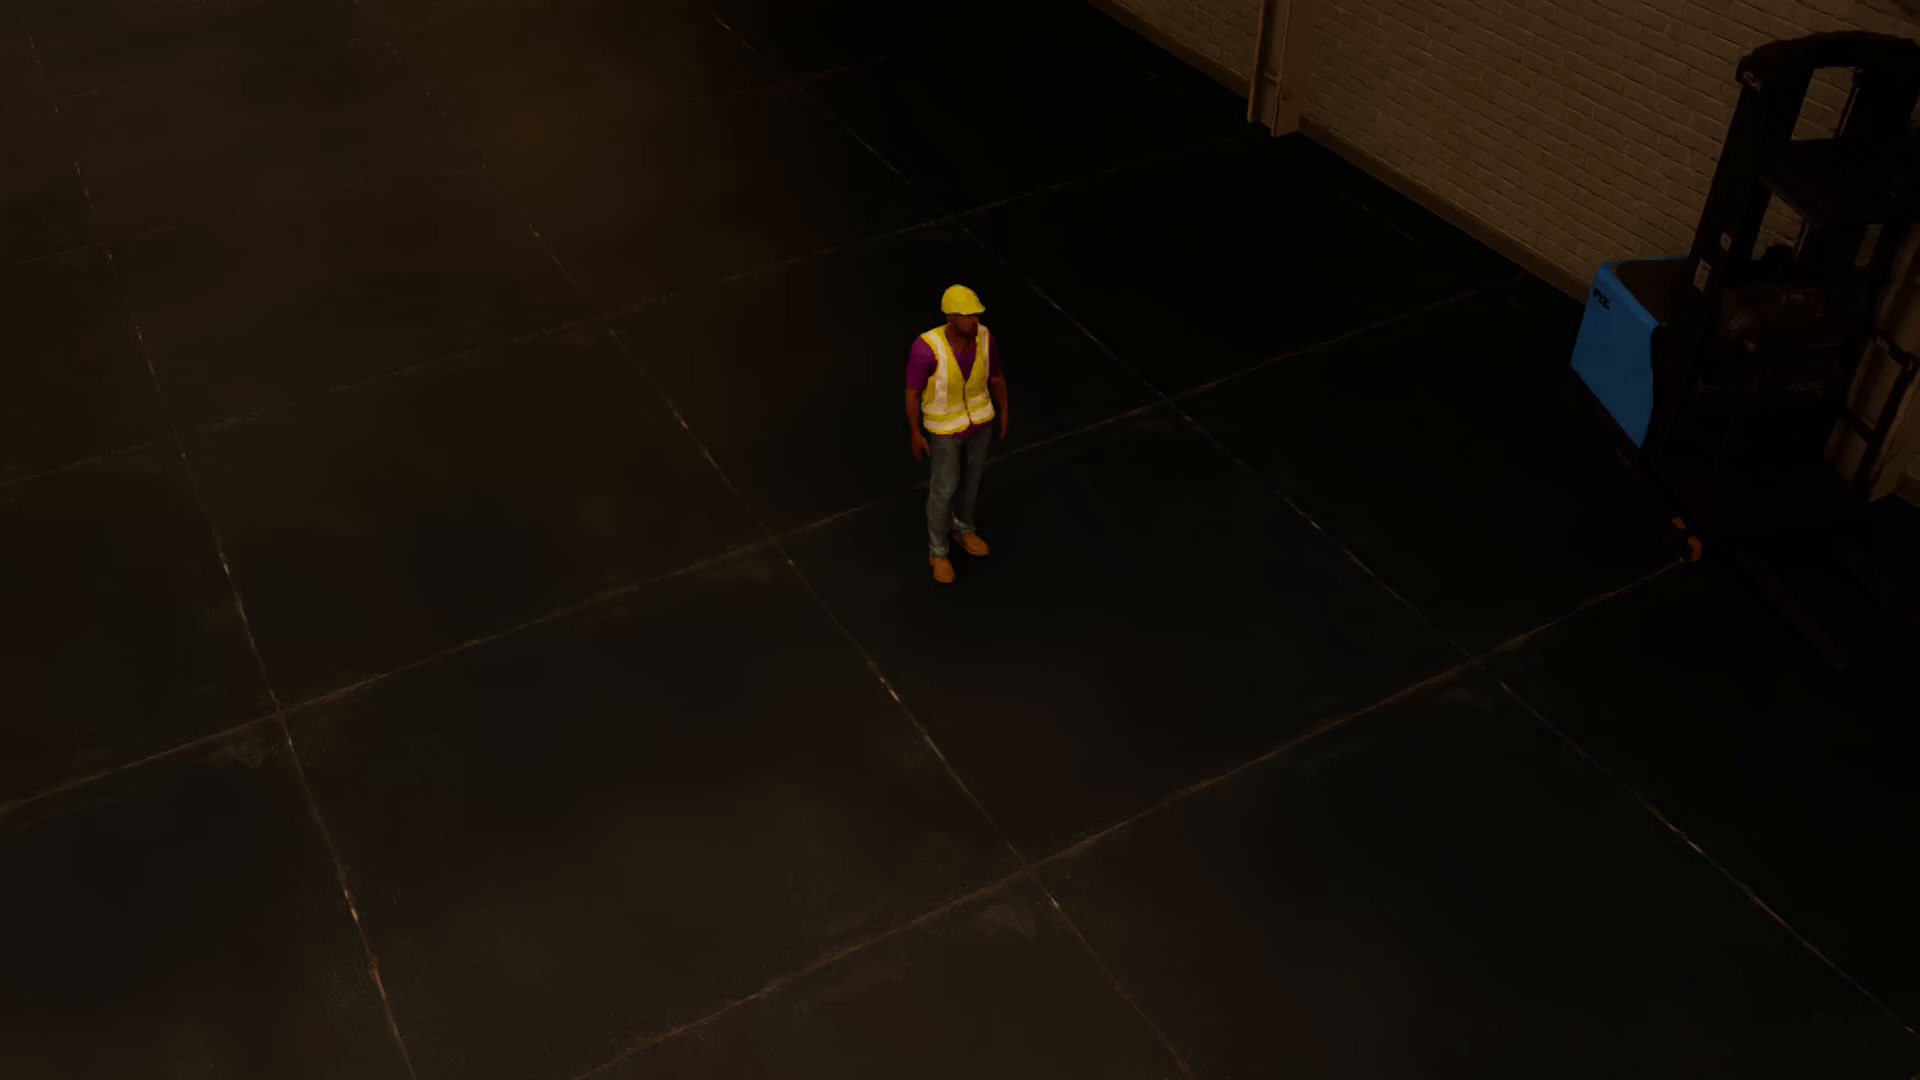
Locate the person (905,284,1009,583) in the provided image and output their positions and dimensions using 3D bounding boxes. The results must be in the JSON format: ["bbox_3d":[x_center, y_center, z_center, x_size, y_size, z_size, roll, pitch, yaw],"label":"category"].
[{"bbox_3d":[0.030,-0.645,9.715,0.665,1.766,0.576,-20,44,-23],"label":"person"}]

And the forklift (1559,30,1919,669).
[{"bbox_3d":[4.890,-1.239,9.530,1.130,2.935,3.031,-7,40,-8],"label":"forklift"}]
